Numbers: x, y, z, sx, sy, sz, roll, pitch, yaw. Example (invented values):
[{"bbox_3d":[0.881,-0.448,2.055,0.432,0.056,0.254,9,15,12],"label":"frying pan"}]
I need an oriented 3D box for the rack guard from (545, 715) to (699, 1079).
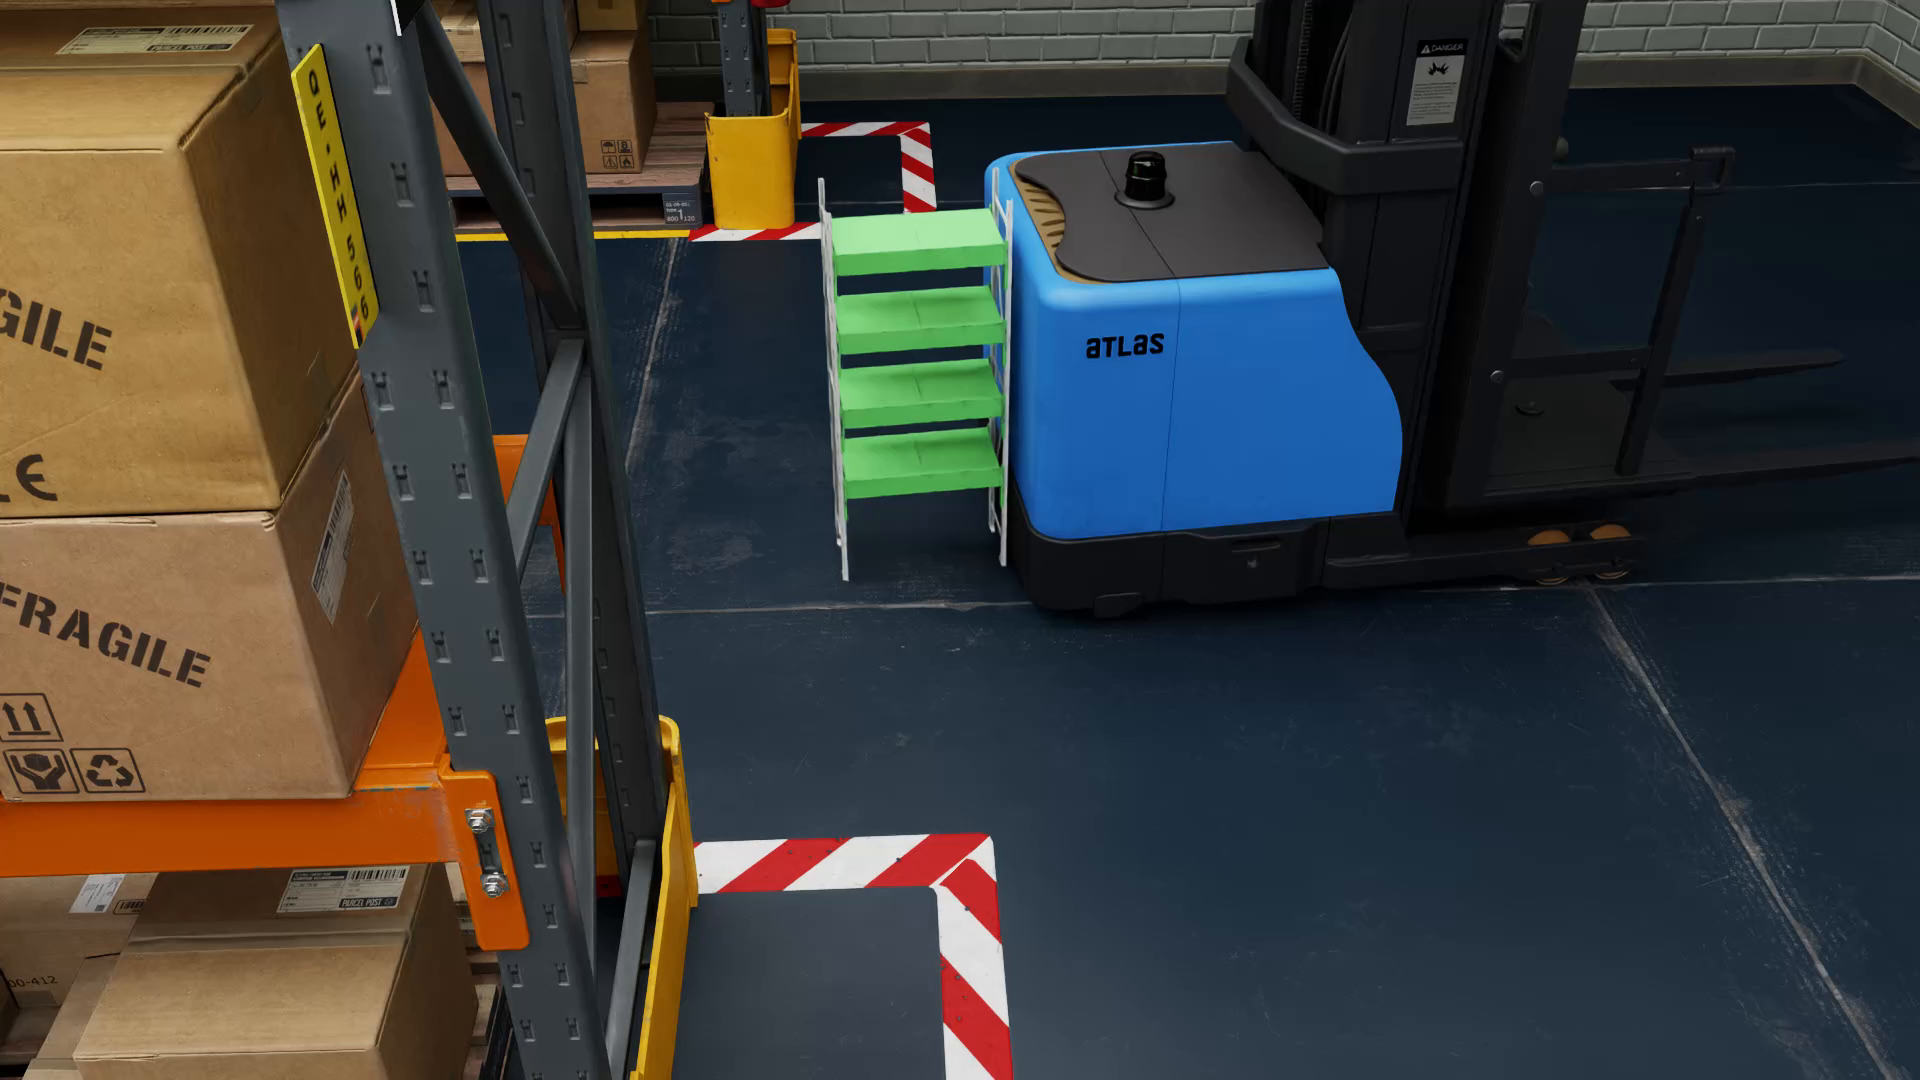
[{"bbox_3d":[-0.781,0.939,3.454,0.348,0.500,1.175,-2,35,-2],"label":"rack guard"}]

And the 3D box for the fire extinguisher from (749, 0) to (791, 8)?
[{"bbox_3d":[-0.771,-2.463,6.569,0.183,0.674,0.296,-2,35,-2],"label":"fire extinguisher"}]

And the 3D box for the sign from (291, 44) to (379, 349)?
[{"bbox_3d":[-0.699,-0.381,1.869,0.005,0.325,0.100,-2,35,-2],"label":"sign"}]

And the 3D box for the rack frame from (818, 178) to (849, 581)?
[{"bbox_3d":[-0.365,-0.435,4.825,0.015,1.200,0.240,-5,35,-7],"label":"rack frame"}]

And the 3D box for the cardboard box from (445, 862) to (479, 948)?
[{"bbox_3d":[-1.140,0.717,3.697,0.250,0.149,0.380,-2,35,-2],"label":"cardboard box"}]

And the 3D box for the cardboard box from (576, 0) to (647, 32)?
[{"bbox_3d":[-1.522,-2.359,7.281,0.250,0.149,0.380,-1,35,-2],"label":"cardboard box"}]

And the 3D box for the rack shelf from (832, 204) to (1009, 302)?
[{"bbox_3d":[-0.124,-0.799,4.619,0.480,0.148,0.258,-5,35,-7],"label":"rack shelf"}]

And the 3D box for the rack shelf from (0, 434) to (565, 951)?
[{"bbox_3d":[-2.703,0.259,2.872,4.000,0.370,1.077,-2,35,-2],"label":"rack shelf"}]

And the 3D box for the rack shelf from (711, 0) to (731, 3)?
[{"bbox_3d":[-2.941,-2.557,6.941,4.000,0.370,1.077,-2,35,-2],"label":"rack shelf"}]

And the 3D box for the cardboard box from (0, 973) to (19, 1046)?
[{"bbox_3d":[-2.187,1.022,3.167,0.500,0.250,0.500,-2,35,-2],"label":"cardboard box"}]

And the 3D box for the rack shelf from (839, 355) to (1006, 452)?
[{"bbox_3d":[-0.124,-0.405,4.893,0.480,0.148,0.258,-5,35,-7],"label":"rack shelf"}]

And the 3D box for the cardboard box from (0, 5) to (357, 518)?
[{"bbox_3d":[-1.137,-0.375,2.189,0.500,0.500,0.500,-2,35,-3],"label":"cardboard box"}]

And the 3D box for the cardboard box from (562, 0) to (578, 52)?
[{"bbox_3d":[-1.757,-2.135,6.957,0.250,0.149,0.380,-2,35,-3],"label":"cardboard box"}]

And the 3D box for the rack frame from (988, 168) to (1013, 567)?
[{"bbox_3d":[0.117,-0.479,4.887,0.015,1.200,0.240,-5,35,-7],"label":"rack frame"}]

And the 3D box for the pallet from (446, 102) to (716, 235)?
[{"bbox_3d":[-1.738,-1.694,7.512,1.213,0.211,1.003,-2,35,-2],"label":"pallet"}]

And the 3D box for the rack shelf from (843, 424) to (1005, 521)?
[{"bbox_3d":[-0.124,-0.207,5.029,0.480,0.148,0.258,-5,35,-7],"label":"rack shelf"}]

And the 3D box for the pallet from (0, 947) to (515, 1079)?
[{"bbox_3d":[-1.577,1.080,3.504,1.213,0.211,1.003,-2,35,-2],"label":"pallet"}]

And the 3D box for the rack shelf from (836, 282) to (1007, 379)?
[{"bbox_3d":[-0.124,-0.602,4.756,0.480,0.148,0.258,-5,35,-7],"label":"rack shelf"}]

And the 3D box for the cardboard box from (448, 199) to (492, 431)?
[{"bbox_3d":[-1.161,-0.270,2.916,0.500,0.500,0.500,-1,35,-1],"label":"cardboard box"}]

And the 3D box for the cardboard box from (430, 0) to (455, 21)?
[{"bbox_3d":[-2.278,-2.339,7.251,0.250,0.149,0.380,-1,35,-2],"label":"cardboard box"}]

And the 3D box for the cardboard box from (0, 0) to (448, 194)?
[{"bbox_3d":[-1.161,-0.681,2.632,0.500,0.500,0.500,-1,35,-1],"label":"cardboard box"}]

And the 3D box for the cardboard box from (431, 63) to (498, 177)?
[{"bbox_3d":[-2.138,-1.962,7.277,0.500,0.500,0.700,-2,35,-2],"label":"cardboard box"}]

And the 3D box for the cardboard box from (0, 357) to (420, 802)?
[{"bbox_3d":[-1.140,0.035,2.476,0.500,0.500,0.500,-1,35,-1],"label":"cardboard box"}]

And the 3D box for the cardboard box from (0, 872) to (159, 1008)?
[{"bbox_3d":[-1.761,0.726,3.595,0.500,0.250,0.500,-2,35,-2],"label":"cardboard box"}]

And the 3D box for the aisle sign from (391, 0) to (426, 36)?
[{"bbox_3d":[-0.622,-0.987,1.756,0.004,0.787,0.394,-2,35,-2],"label":"aisle sign"}]

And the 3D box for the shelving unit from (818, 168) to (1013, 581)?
[{"bbox_3d":[-0.124,-0.457,4.856,0.503,1.200,0.258,-5,35,-7],"label":"shelving unit"}]

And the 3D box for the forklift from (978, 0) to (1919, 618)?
[{"bbox_3d":[1.624,-1.361,4.641,3.031,2.935,1.130,-5,35,-7],"label":"forklift"}]

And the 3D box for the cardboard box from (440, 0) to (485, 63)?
[{"bbox_3d":[-2.013,-2.128,6.946,0.250,0.149,0.380,-1,35,-1],"label":"cardboard box"}]

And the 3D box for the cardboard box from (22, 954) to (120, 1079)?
[{"bbox_3d":[-1.645,1.008,3.261,0.250,0.166,0.380,-2,35,-2],"label":"cardboard box"}]

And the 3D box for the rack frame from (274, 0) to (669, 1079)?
[{"bbox_3d":[-0.705,-0.091,2.745,0.127,3.000,1.000,-2,35,-2],"label":"rack frame"}]

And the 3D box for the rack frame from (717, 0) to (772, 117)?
[{"bbox_3d":[-0.943,-2.906,6.814,0.127,3.000,1.000,-2,35,-2],"label":"rack frame"}]

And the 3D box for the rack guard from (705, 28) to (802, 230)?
[{"bbox_3d":[-0.919,-1.879,7.526,0.348,0.500,1.175,-2,35,-2],"label":"rack guard"}]

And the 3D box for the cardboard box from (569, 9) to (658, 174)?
[{"bbox_3d":[-1.638,-1.976,7.296,0.500,0.500,0.700,-2,35,-2],"label":"cardboard box"}]

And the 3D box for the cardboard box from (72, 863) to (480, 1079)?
[{"bbox_3d":[-1.236,0.911,3.108,0.500,0.500,0.500,-2,35,-2],"label":"cardboard box"}]
